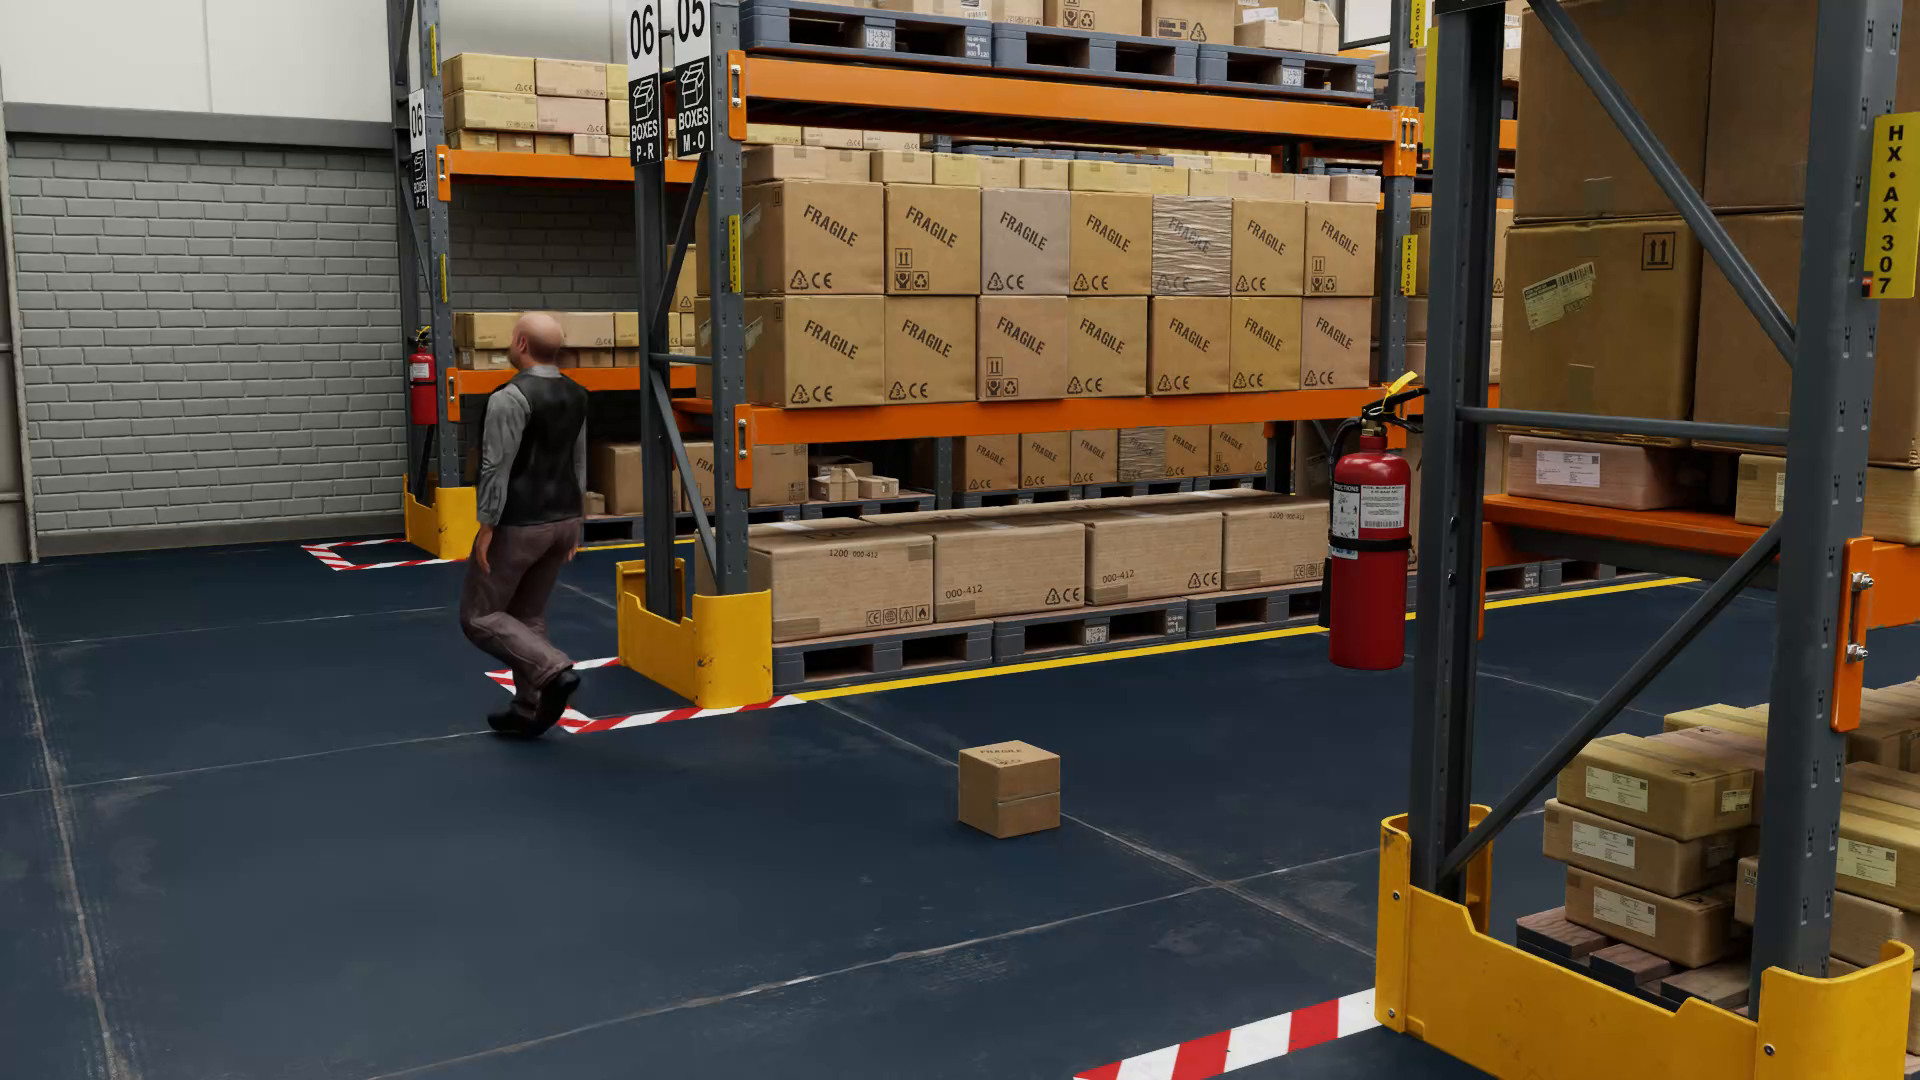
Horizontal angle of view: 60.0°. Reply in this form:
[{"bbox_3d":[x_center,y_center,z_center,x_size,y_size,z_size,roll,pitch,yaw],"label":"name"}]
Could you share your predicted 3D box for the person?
[{"bbox_3d":[-1.845,-0.065,6.707,0.456,1.715,0.565,5,9,30],"label":"person"}]
